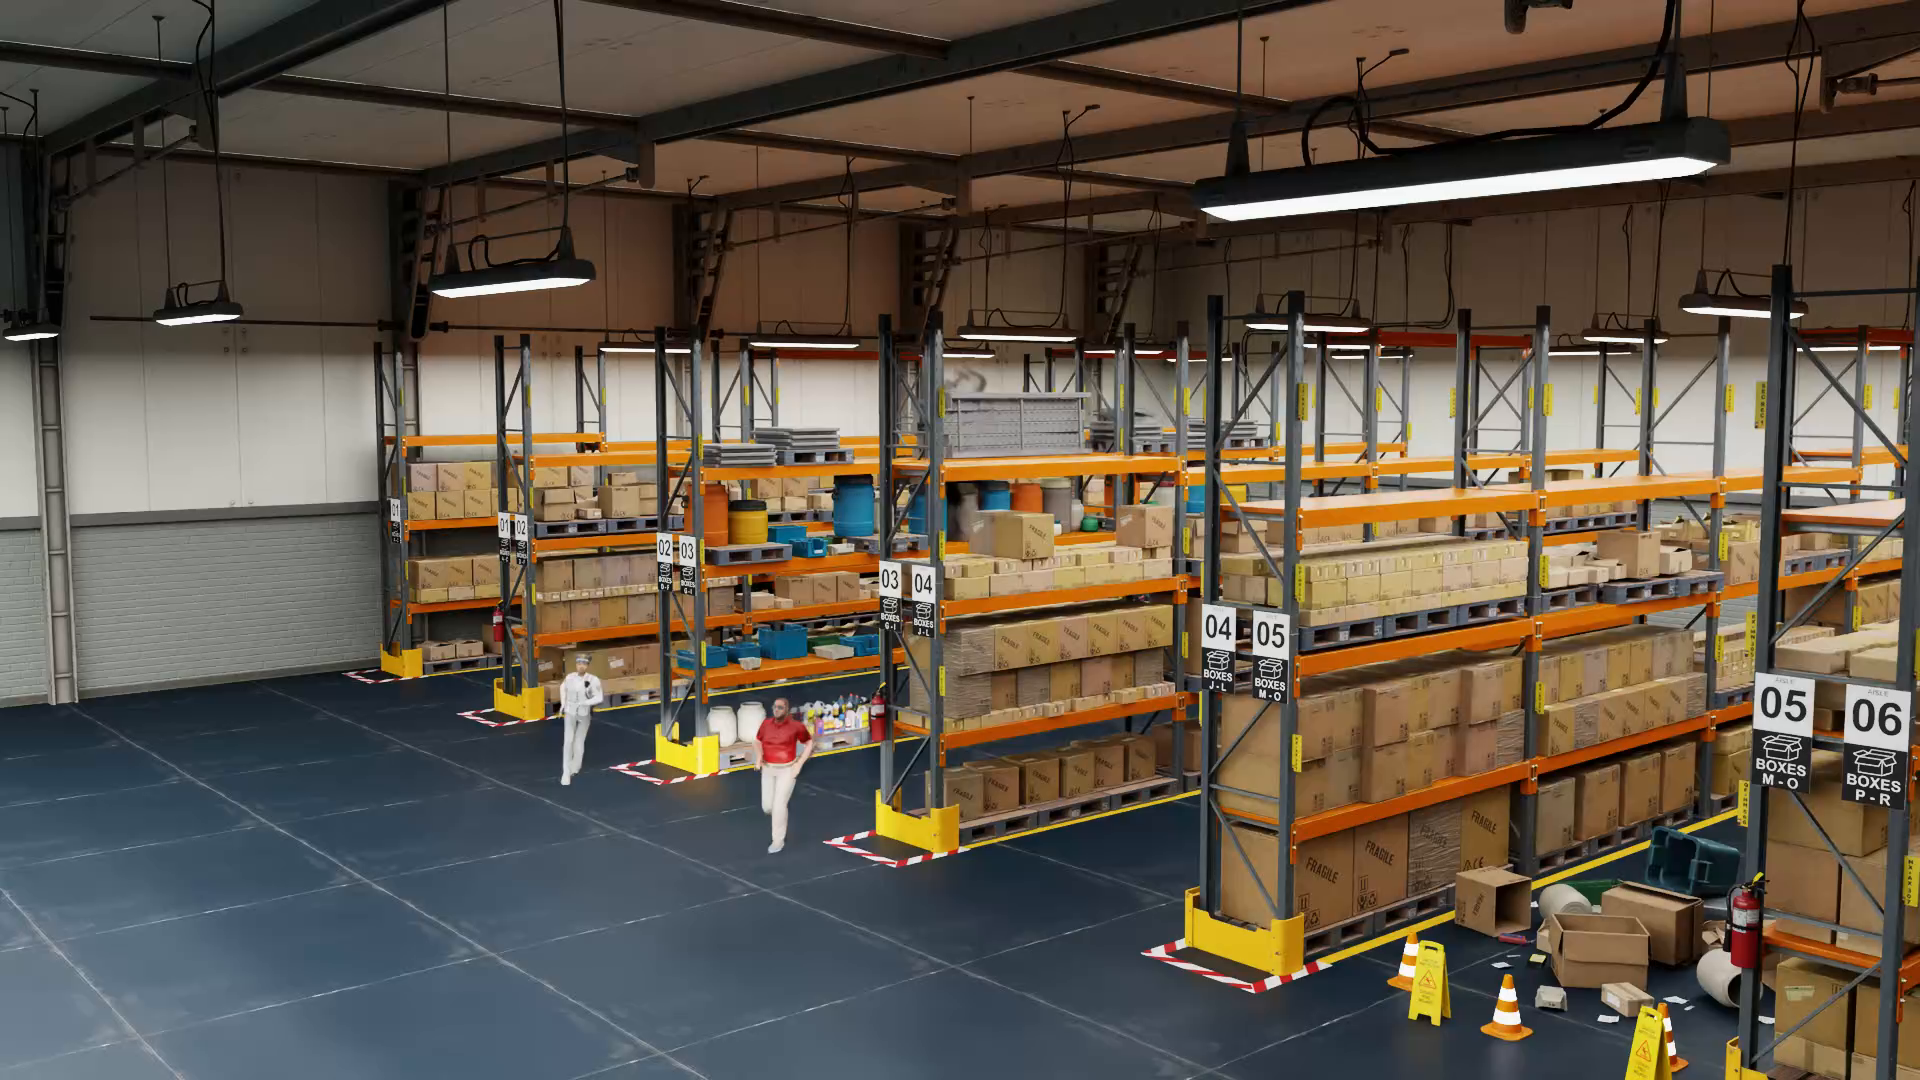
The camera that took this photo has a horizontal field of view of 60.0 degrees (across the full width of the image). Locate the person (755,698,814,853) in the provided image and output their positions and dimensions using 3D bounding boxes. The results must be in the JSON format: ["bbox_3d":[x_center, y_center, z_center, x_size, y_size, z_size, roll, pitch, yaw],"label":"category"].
[{"bbox_3d":[-1.999,2.620,18.839,0.692,1.716,0.736,1,5,16],"label":"person"}]

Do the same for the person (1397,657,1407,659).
[{"bbox_3d":[5.796,2.298,21.956,0.664,1.747,0.736,-5,7,-44],"label":"person"}]

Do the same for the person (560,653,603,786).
[{"bbox_3d":[-4.989,2.318,21.894,0.583,1.685,0.760,-1,5,-6],"label":"person"}]
